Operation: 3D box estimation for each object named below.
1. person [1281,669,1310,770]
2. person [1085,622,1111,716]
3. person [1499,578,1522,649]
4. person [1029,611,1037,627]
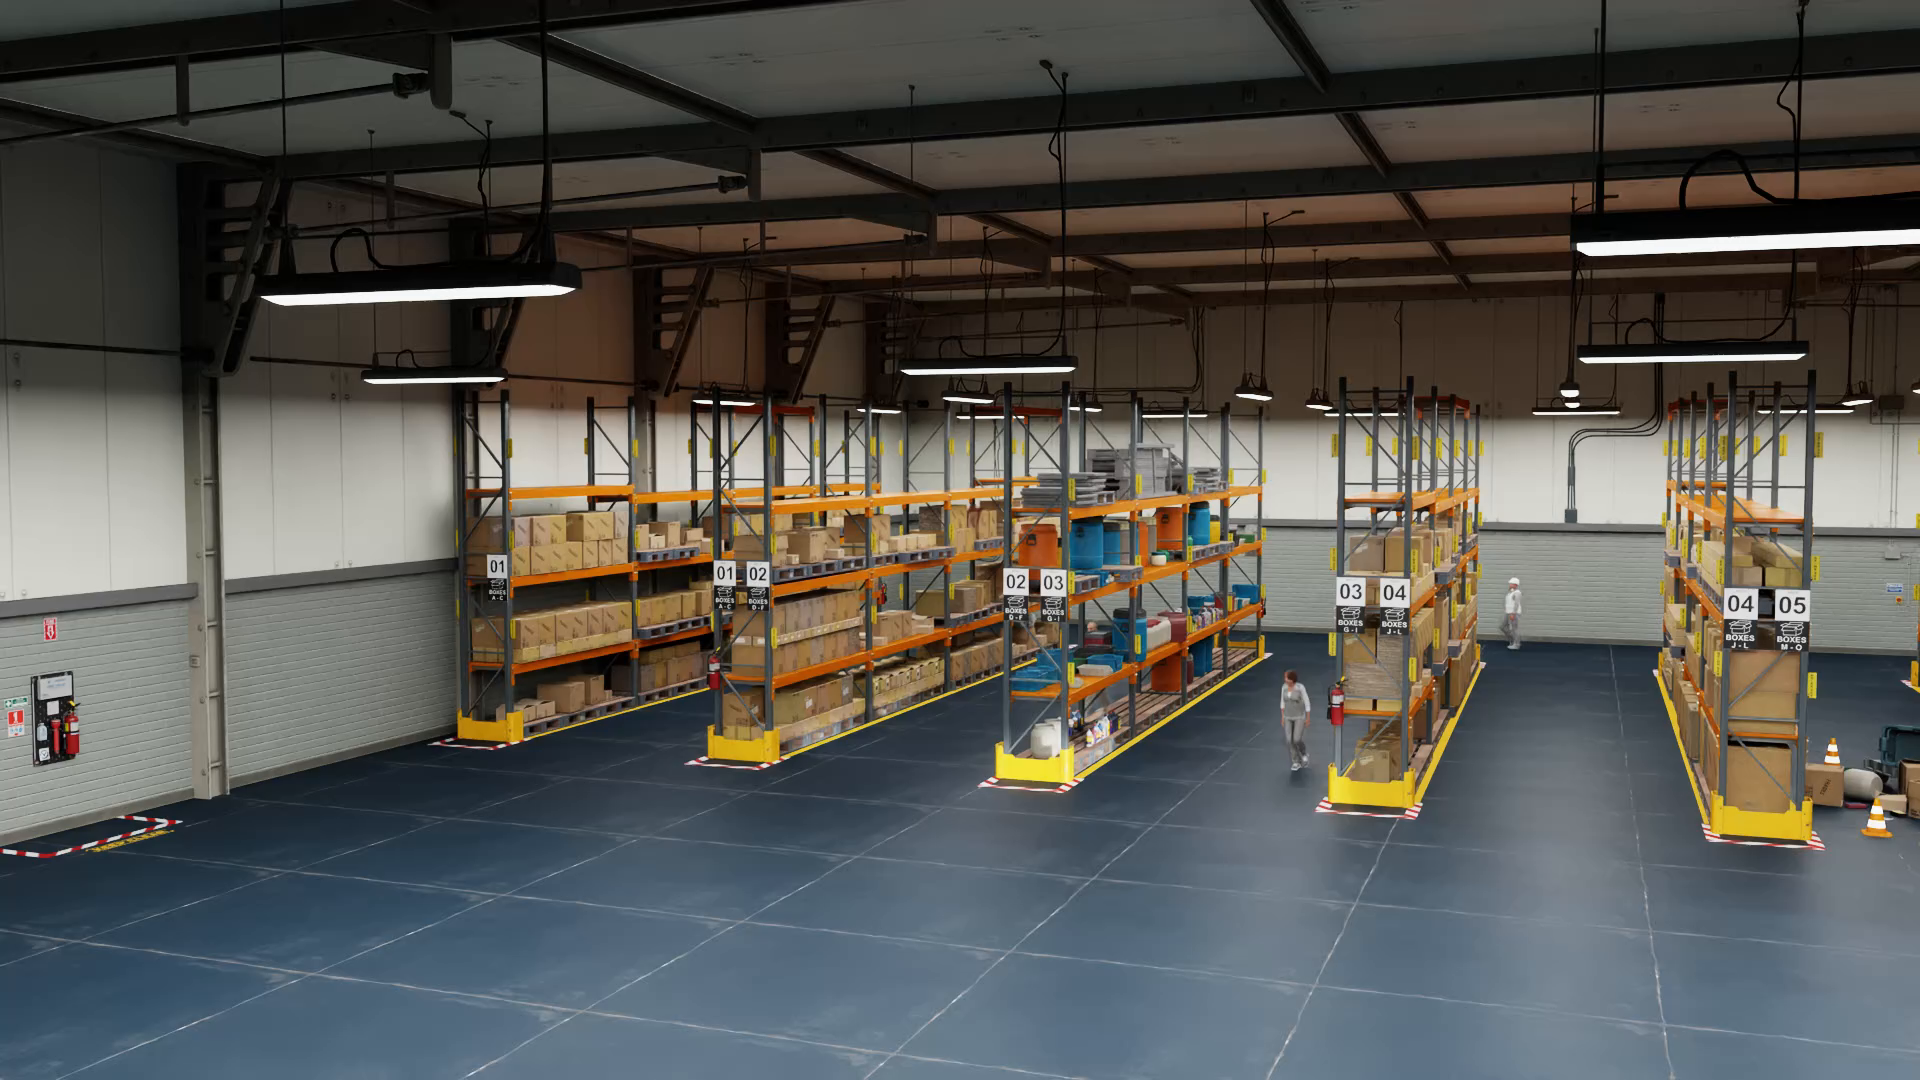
[{"bbox_3d":[5.237,2.793,25.921,0.498,1.579,0.455,3,4,39],"label":"person"},{"bbox_3d":[2.451,2.400,30.998,1.062,1.733,0.607,-2,4,-32],"label":"person"},{"bbox_3d":[13.695,1.834,41.324,0.462,1.795,0.578,0,3,0],"label":"person"},{"bbox_3d":[2.055,1.611,45.625,0.579,1.697,1.113,-1,3,-22],"label":"person"}]
